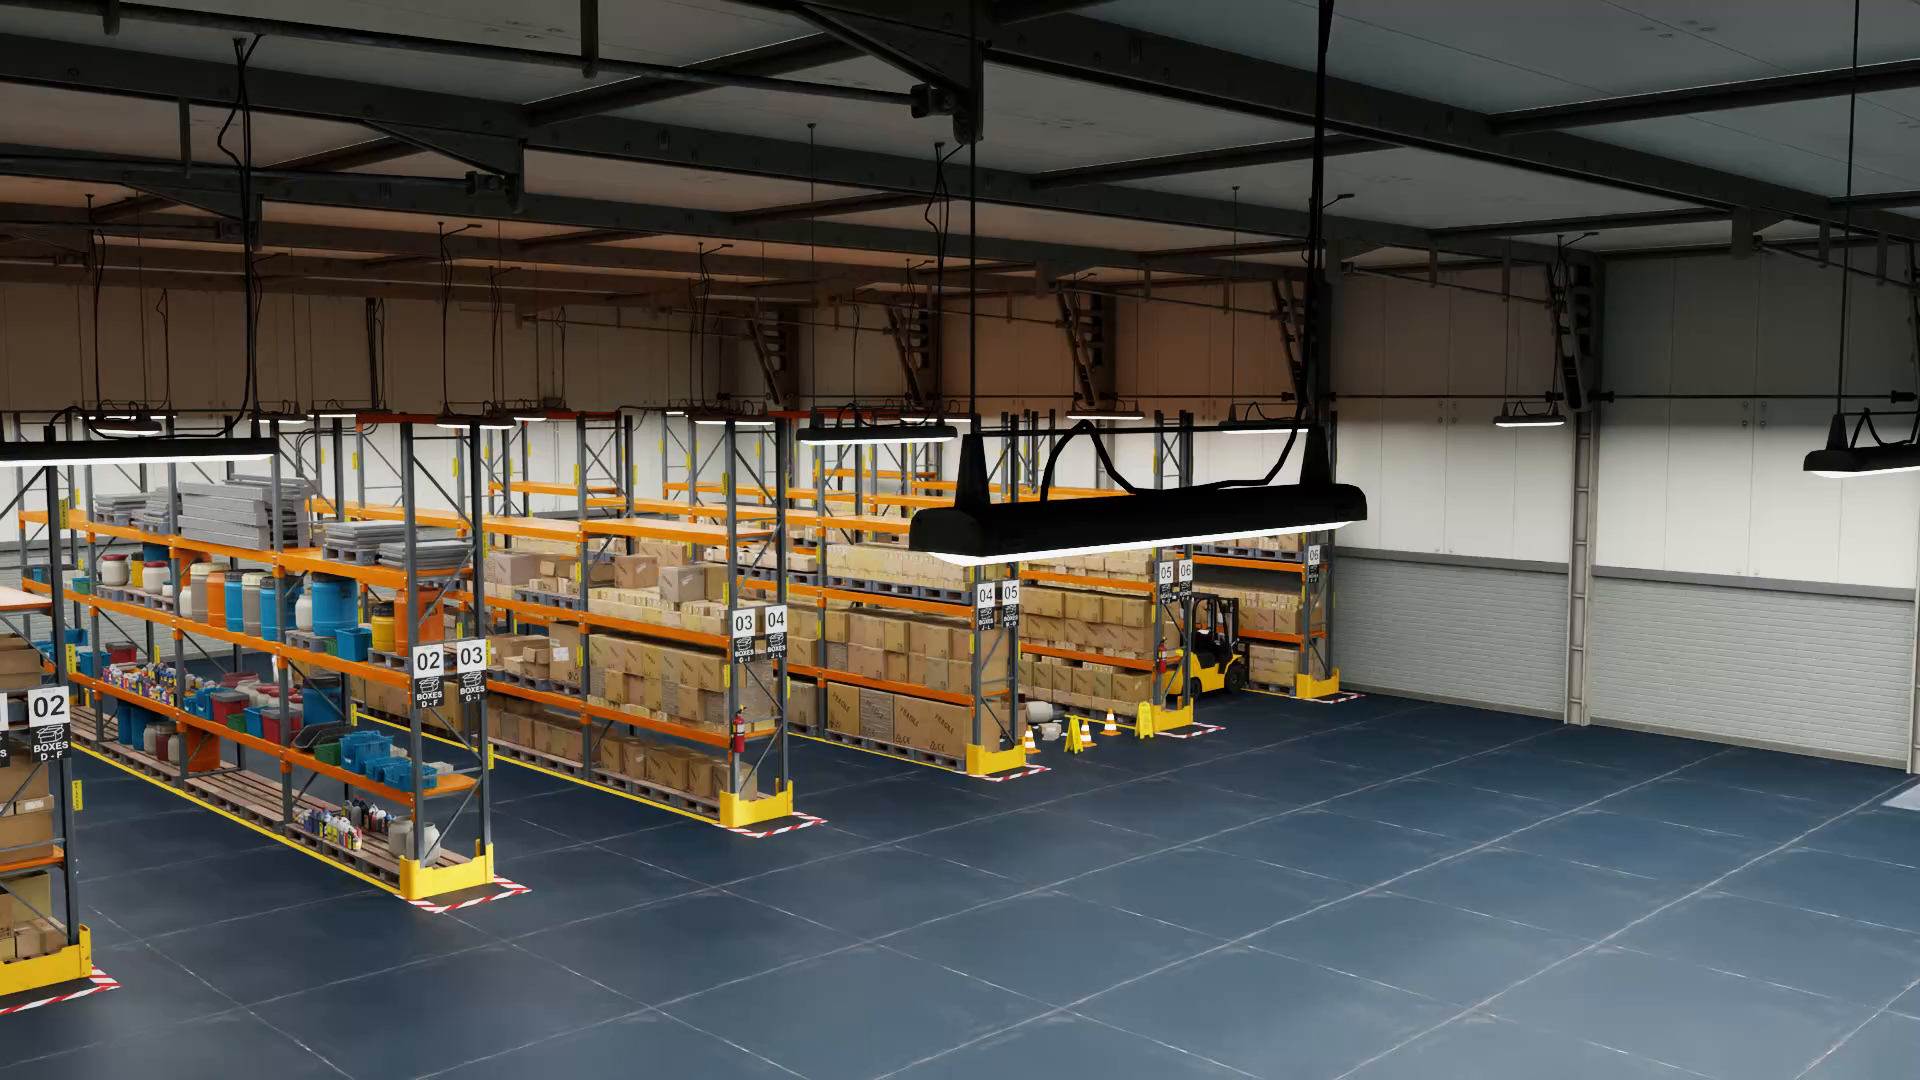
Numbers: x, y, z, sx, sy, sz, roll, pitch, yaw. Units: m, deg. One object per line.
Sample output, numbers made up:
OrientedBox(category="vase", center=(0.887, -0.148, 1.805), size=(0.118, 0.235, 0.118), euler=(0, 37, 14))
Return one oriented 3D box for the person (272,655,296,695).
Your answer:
OrientedBox(category="person", center=(-13.032, 2.724, 32.024), size=(0.960, 1.642, 0.436), euler=(5, 7, 43))
